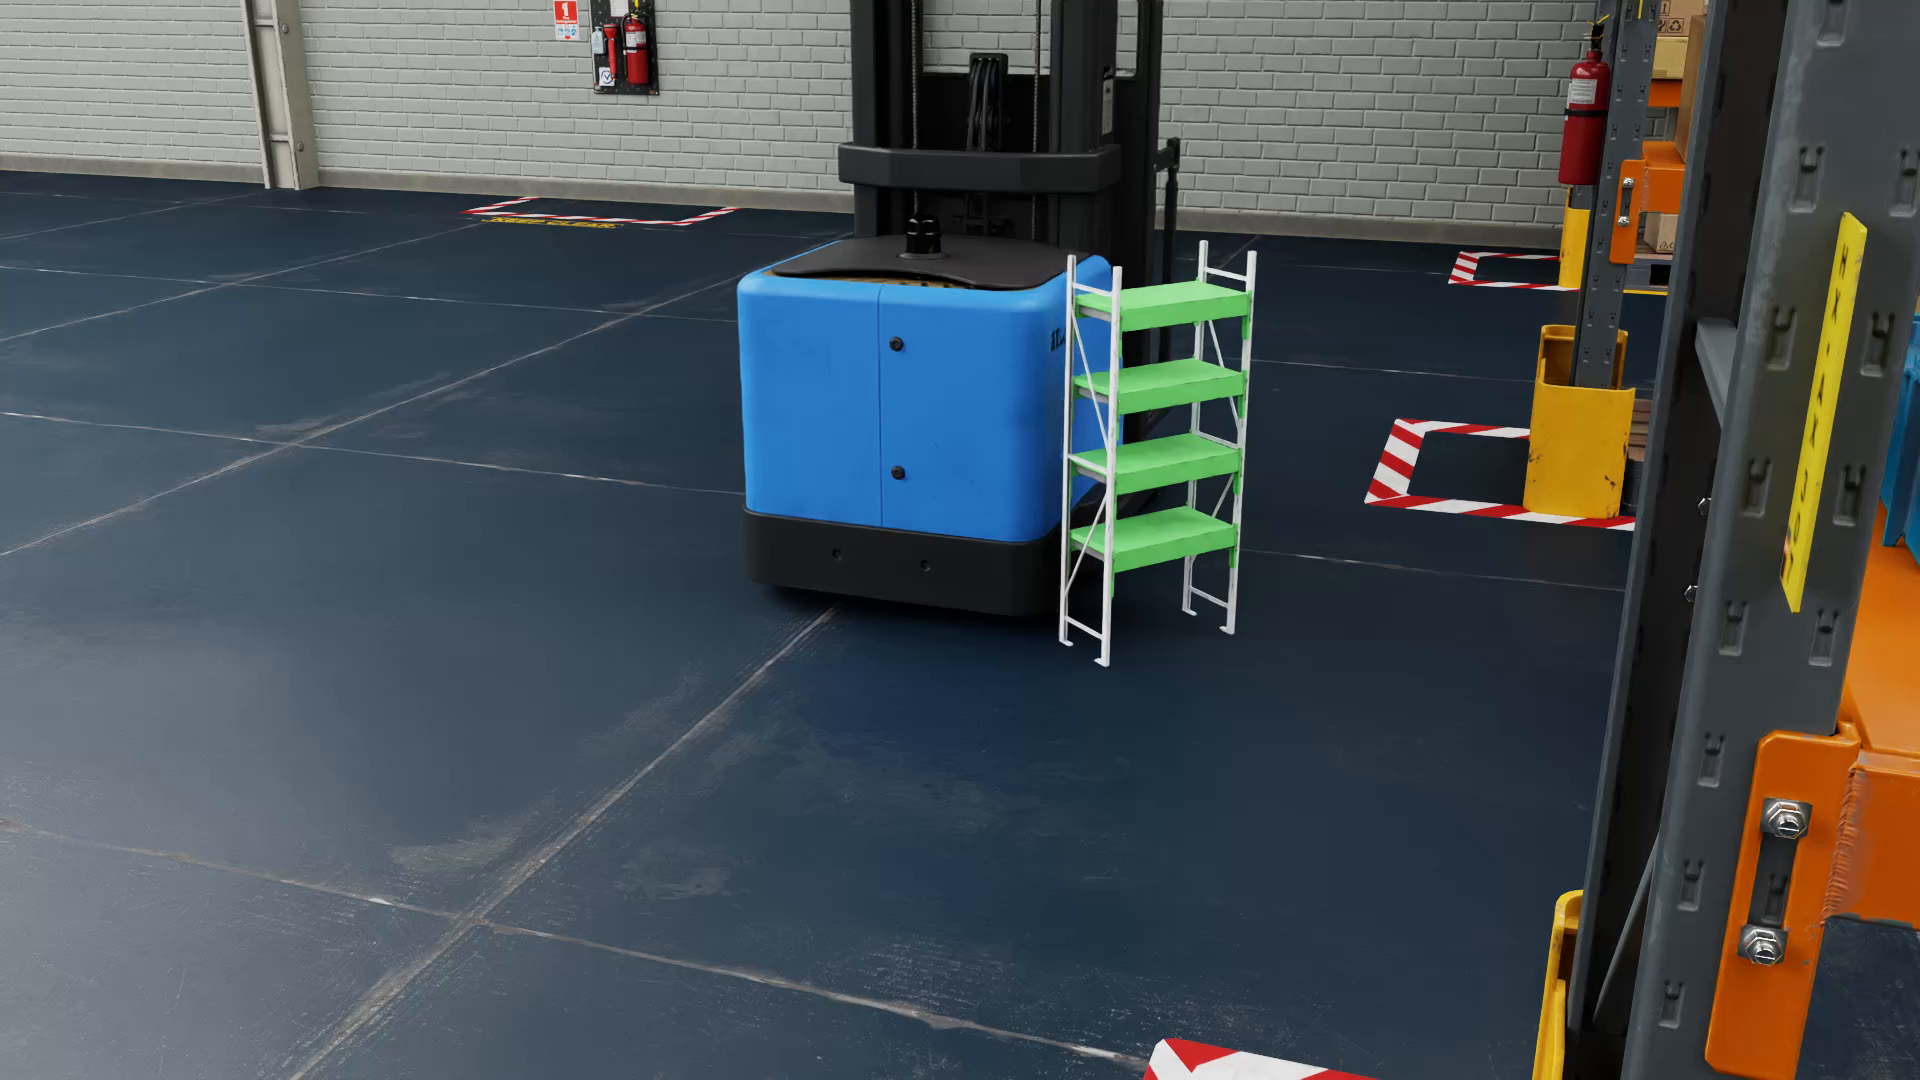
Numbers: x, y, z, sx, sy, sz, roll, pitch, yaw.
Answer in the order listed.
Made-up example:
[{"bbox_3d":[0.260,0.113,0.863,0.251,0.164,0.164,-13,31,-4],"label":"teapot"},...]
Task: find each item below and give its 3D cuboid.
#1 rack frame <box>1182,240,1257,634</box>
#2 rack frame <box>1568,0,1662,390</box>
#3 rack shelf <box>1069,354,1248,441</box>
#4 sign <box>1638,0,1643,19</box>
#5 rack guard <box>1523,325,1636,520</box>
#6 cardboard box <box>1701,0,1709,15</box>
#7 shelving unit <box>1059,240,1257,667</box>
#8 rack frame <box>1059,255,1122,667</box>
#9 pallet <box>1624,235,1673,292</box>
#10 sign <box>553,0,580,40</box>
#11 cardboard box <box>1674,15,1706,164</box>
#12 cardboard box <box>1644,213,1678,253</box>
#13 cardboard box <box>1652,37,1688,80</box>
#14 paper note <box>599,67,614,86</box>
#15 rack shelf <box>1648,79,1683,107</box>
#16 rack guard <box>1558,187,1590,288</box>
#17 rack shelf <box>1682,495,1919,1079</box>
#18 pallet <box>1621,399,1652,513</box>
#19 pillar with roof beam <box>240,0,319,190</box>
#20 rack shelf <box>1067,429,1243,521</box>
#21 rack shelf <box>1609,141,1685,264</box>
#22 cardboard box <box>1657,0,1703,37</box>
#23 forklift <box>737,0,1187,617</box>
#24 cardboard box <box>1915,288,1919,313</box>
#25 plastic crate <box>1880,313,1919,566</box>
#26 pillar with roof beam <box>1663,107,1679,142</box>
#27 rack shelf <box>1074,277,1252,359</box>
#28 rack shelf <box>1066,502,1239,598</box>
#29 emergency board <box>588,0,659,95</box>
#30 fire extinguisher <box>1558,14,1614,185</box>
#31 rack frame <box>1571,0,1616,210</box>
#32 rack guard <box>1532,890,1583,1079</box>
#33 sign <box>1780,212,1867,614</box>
[{"bbox_3d":[0.794,-0.305,5.127,0.015,1.200,0.240,-11,22,-30],"label":"rack frame"},{"bbox_3d":[2.539,-1.685,6.354,0.127,3.000,1.000,7,20,18],"label":"rack frame"},{"bbox_3d":[0.586,-0.429,4.948,0.480,0.148,0.258,-11,22,-30],"label":"rack shelf"},{"bbox_3d":[2.351,-1.960,5.705,0.005,0.325,0.100,7,20,18],"label":"sign"},{"bbox_3d":[2.516,-0.507,6.773,0.348,0.500,1.175,7,20,18],"label":"rack guard"},{"bbox_3d":[2.962,-2.057,6.282,0.250,0.149,0.380,6,20,17],"label":"cardboard box"},{"bbox_3d":[0.586,-0.262,5.006,0.503,1.200,0.258,-11,22,-30],"label":"shelving unit"},{"bbox_3d":[0.379,-0.220,4.885,0.015,1.200,0.240,-11,22,-30],"label":"rack frame"},{"bbox_3d":[4.989,-1.802,10.926,1.213,0.211,1.003,7,20,18],"label":"pallet"},{"bbox_3d":[-3.372,-4.455,14.245,0.234,0.329,0.001,7,20,18],"label":"sign"},{"bbox_3d":[2.976,-1.678,6.181,0.500,0.500,0.700,7,20,18],"label":"cardboard box"},{"bbox_3d":[4.785,-2.061,10.849,0.500,0.311,0.500,4,20,12],"label":"cardboard box"},{"bbox_3d":[4.518,-3.013,10.360,0.500,0.250,0.500,6,20,16],"label":"cardboard box"},{"bbox_3d":[-3.028,-3.971,14.249,0.142,0.148,0.016,7,20,18],"label":"paper note"},{"bbox_3d":[6.050,-2.670,10.272,4.000,0.370,1.077,7,20,18],"label":"rack shelf"},{"bbox_3d":[4.233,-2.037,11.161,0.348,0.500,1.175,7,20,18],"label":"rack guard"},{"bbox_3d":[2.799,0.410,1.435,4.000,0.370,1.077,7,20,18],"label":"rack shelf"},{"bbox_3d":[3.275,-0.299,6.613,1.213,0.211,1.003,7,20,18],"label":"pallet"},{"bbox_3d":[-7.642,-6.210,10.219,0.400,9.000,9.100,7,20,18],"label":"pillar with roof beam"},{"bbox_3d":[0.586,-0.202,5.027,0.480,0.148,0.258,-11,22,-30],"label":"rack shelf"},{"bbox_3d":[4.428,-1.130,5.852,4.000,0.370,1.077,7,20,18],"label":"rack shelf"},{"bbox_3d":[4.513,-3.374,10.255,0.500,0.500,0.500,7,20,18],"label":"cardboard box"},{"bbox_3d":[0.258,-1.595,6.198,1.130,2.935,3.031,7,20,18],"label":"forklift"},{"bbox_3d":[3.445,-0.759,6.096,0.500,0.500,0.500,7,20,18],"label":"cardboard box"},{"bbox_3d":[1.481,-0.114,2.073,0.616,0.251,0.499,7,20,18],"label":"plastic crate"},{"bbox_3d":[3.693,-4.914,6.501,0.400,9.000,9.100,7,20,18],"label":"pillar with roof beam"},{"bbox_3d":[0.586,-0.655,4.869,0.480,0.148,0.258,-11,22,-30],"label":"rack shelf"},{"bbox_3d":[0.586,0.024,5.106,0.480,0.148,0.258,-11,22,-30],"label":"rack shelf"},{"bbox_3d":[-2.883,-4.346,13.987,0.643,1.169,0.194,7,20,18],"label":"emergency board"},{"bbox_3d":[2.580,-1.806,6.817,0.183,0.674,0.296,7,20,18],"label":"fire extinguisher"},{"bbox_3d":[4.161,-3.226,10.773,0.127,3.000,1.000,7,20,18],"label":"rack frame"},{"bbox_3d":[0.997,1.028,2.366,0.348,0.500,1.175,7,20,18],"label":"rack guard"},{"bbox_3d":[0.725,-0.106,1.402,0.005,0.325,0.100,7,20,18],"label":"sign"}]
